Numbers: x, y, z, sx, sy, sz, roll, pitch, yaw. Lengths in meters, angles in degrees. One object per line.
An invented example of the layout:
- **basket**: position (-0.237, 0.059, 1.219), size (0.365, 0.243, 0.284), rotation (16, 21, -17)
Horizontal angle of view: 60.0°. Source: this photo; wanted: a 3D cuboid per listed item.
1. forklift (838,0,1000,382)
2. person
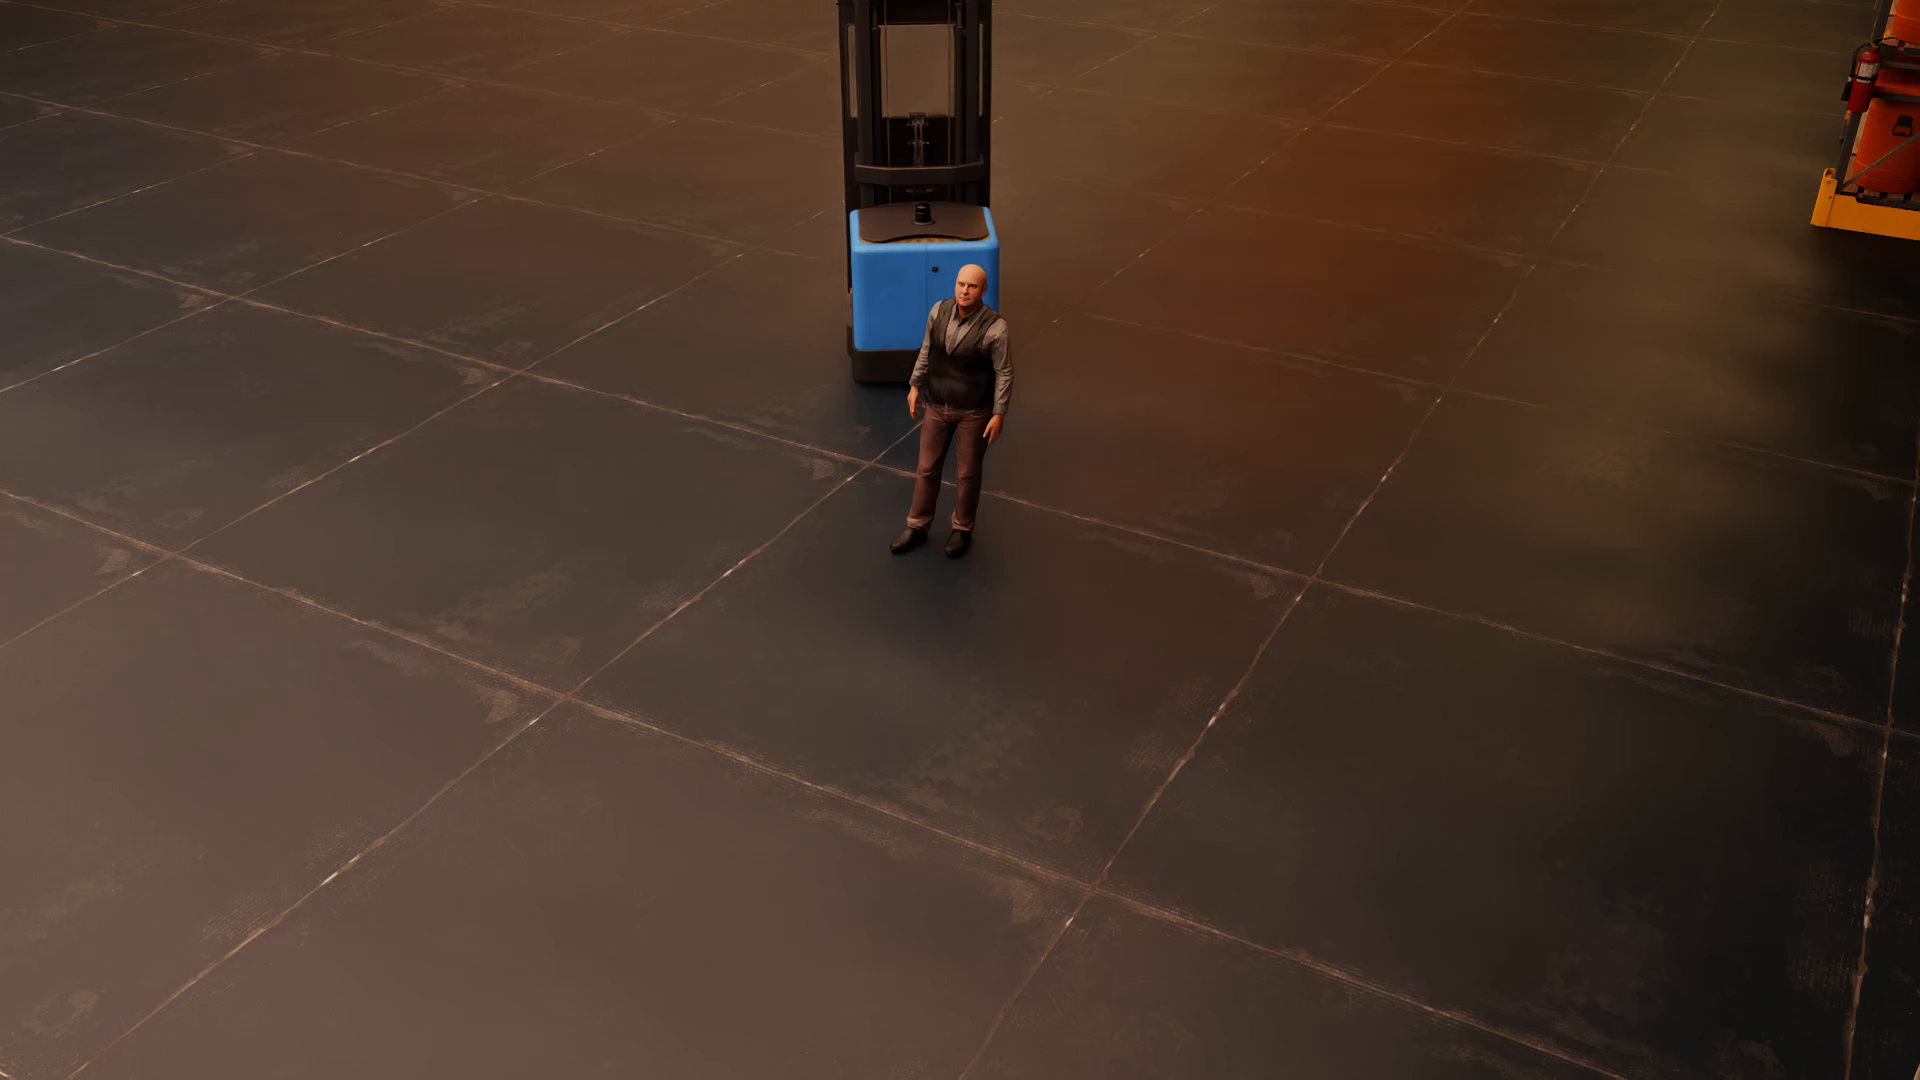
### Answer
- **forklift**: position (-0.337, -3.095, 12.433), size (1.130, 2.935, 3.031), rotation (-2, 30, -4)
- **person**: position (-0.037, -0.727, 9.526), size (0.632, 1.720, 0.568), rotation (15, 33, 25)
